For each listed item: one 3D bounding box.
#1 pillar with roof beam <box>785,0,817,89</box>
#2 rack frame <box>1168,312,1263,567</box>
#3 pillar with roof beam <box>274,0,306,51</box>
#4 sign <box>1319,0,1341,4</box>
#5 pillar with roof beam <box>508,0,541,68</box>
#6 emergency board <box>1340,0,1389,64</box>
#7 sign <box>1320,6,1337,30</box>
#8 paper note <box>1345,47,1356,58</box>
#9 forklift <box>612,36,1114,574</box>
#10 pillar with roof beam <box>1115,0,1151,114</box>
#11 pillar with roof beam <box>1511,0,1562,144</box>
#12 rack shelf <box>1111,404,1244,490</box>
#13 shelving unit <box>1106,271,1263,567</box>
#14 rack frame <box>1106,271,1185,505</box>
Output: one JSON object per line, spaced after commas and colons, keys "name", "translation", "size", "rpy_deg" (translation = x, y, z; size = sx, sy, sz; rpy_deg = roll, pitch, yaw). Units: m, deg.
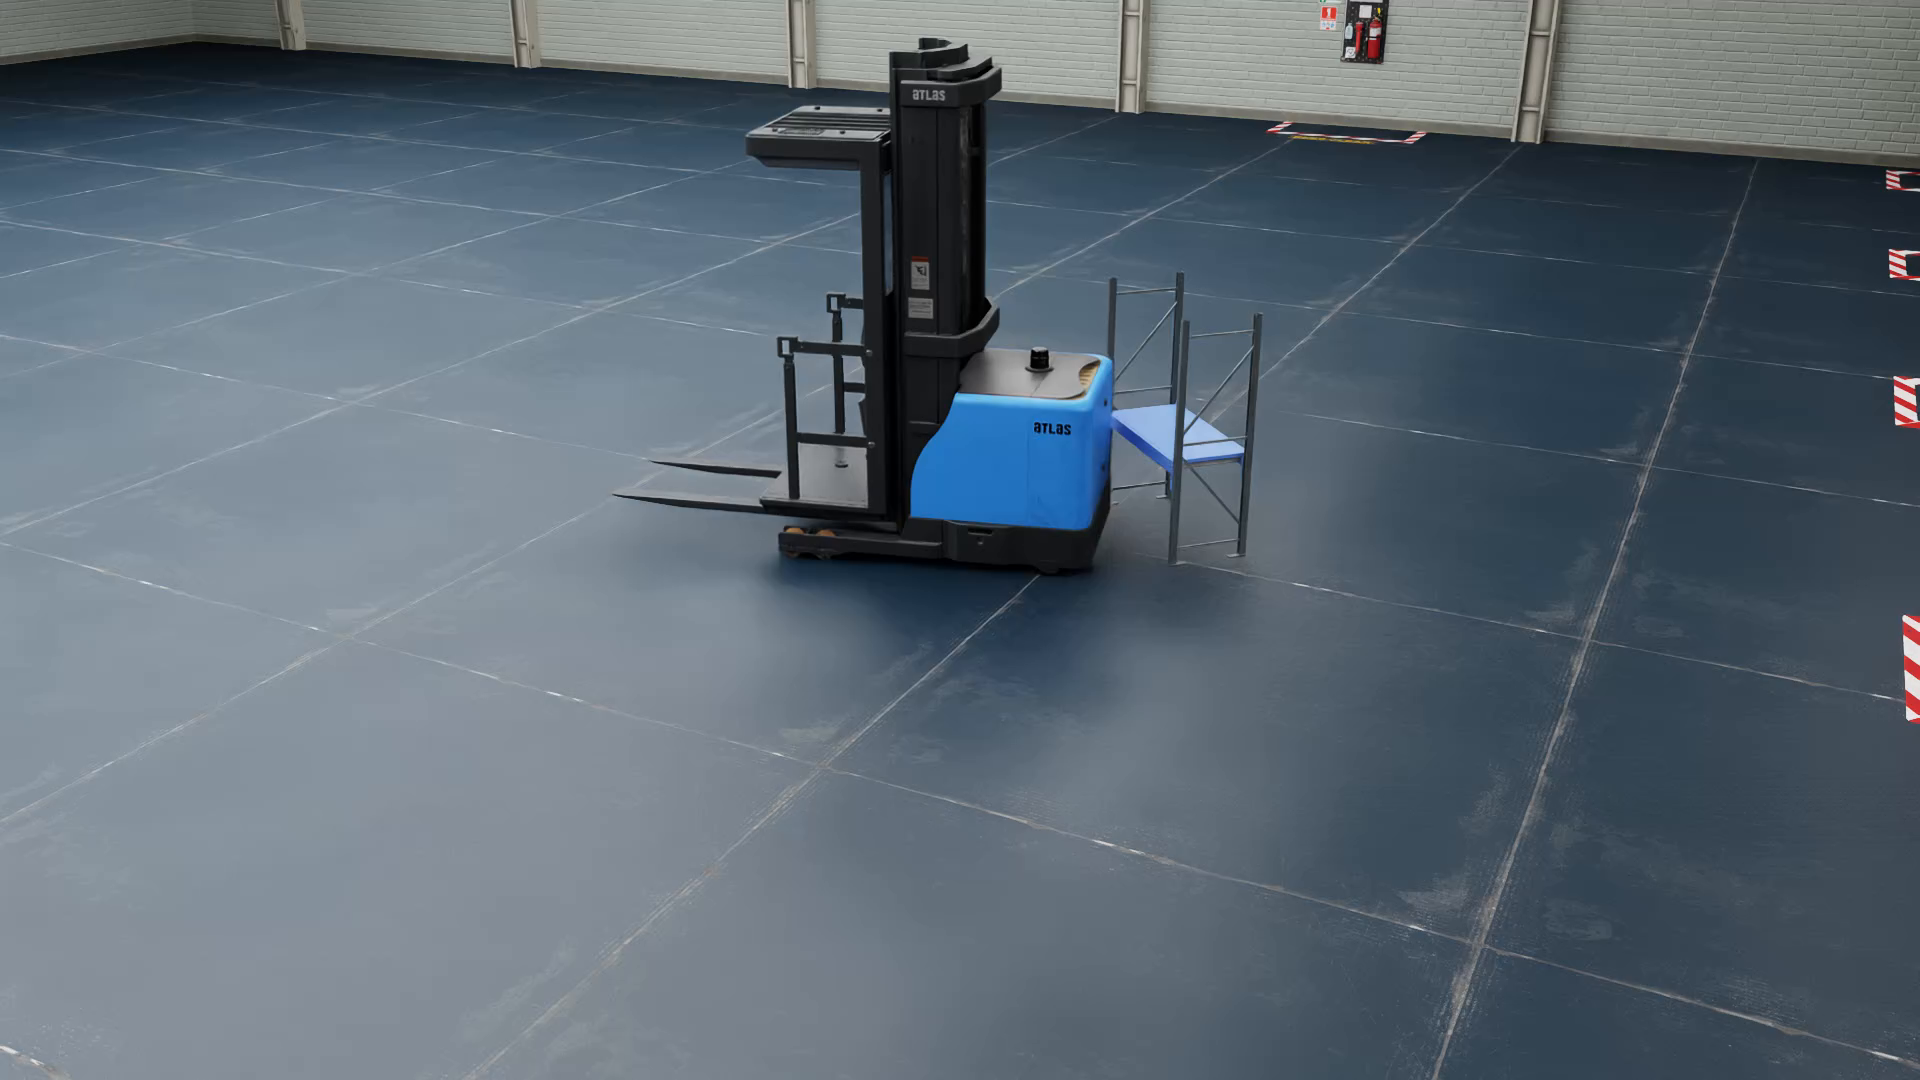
{"name": "pillar with roof beam", "translation": [-4.631, -10.399, 23.203], "size": [0.400, 9.000, 9.100], "rpy_deg": [11, 25, 25]}
{"name": "rack frame", "translation": [1.479, -0.569, 9.672], "size": [0.500, 1.500, 0.032], "rpy_deg": [-8, 24, -17]}
{"name": "pillar with roof beam", "translation": [-15.340, -12.518, 28.186], "size": [0.400, 9.000, 9.100], "rpy_deg": [11, 25, 25]}
{"name": "sign", "translation": [5.386, -7.862, 24.182], "size": [0.331, 0.109, 0.001], "rpy_deg": [11, 25, 25]}
{"name": "pillar with roof beam", "translation": [-9.985, -11.458, 25.694], "size": [0.400, 9.000, 9.100], "rpy_deg": [11, 25, 25]}
{"name": "emergency board", "translation": [5.832, -7.472, 23.987], "size": [0.643, 1.169, 0.194], "rpy_deg": [11, 25, 25]}
{"name": "sign", "translation": [5.385, -7.622, 24.295], "size": [0.234, 0.329, 0.001], "rpy_deg": [11, 25, 25]}
{"name": "paper note", "translation": [5.706, -7.122, 24.290], "size": [0.142, 0.148, 0.016], "rpy_deg": [11, 25, 25]}
{"name": "forklift", "translation": [-0.622, -1.433, 9.875], "size": [3.031, 2.935, 1.130], "rpy_deg": [5, 24, 11]}
{"name": "pillar with roof beam", "translation": [0.724, -9.339, 20.712], "size": [0.400, 9.000, 9.100], "rpy_deg": [11, 25, 25]}
{"name": "pillar with roof beam", "translation": [6.078, -8.280, 18.220], "size": [0.400, 9.000, 9.100], "rpy_deg": [11, 25, 25]}
{"name": "rack shelf", "translation": [1.317, -0.592, 10.185], "size": [0.538, 0.185, 1.000], "rpy_deg": [-8, 24, -17]}
{"name": "shelving unit", "translation": [1.317, -0.758, 10.115], "size": [0.538, 1.500, 1.048], "rpy_deg": [-8, 24, -17]}
{"name": "rack frame", "translation": [1.154, -0.946, 10.558], "size": [0.500, 1.500, 0.032], "rpy_deg": [-8, 24, -17]}
